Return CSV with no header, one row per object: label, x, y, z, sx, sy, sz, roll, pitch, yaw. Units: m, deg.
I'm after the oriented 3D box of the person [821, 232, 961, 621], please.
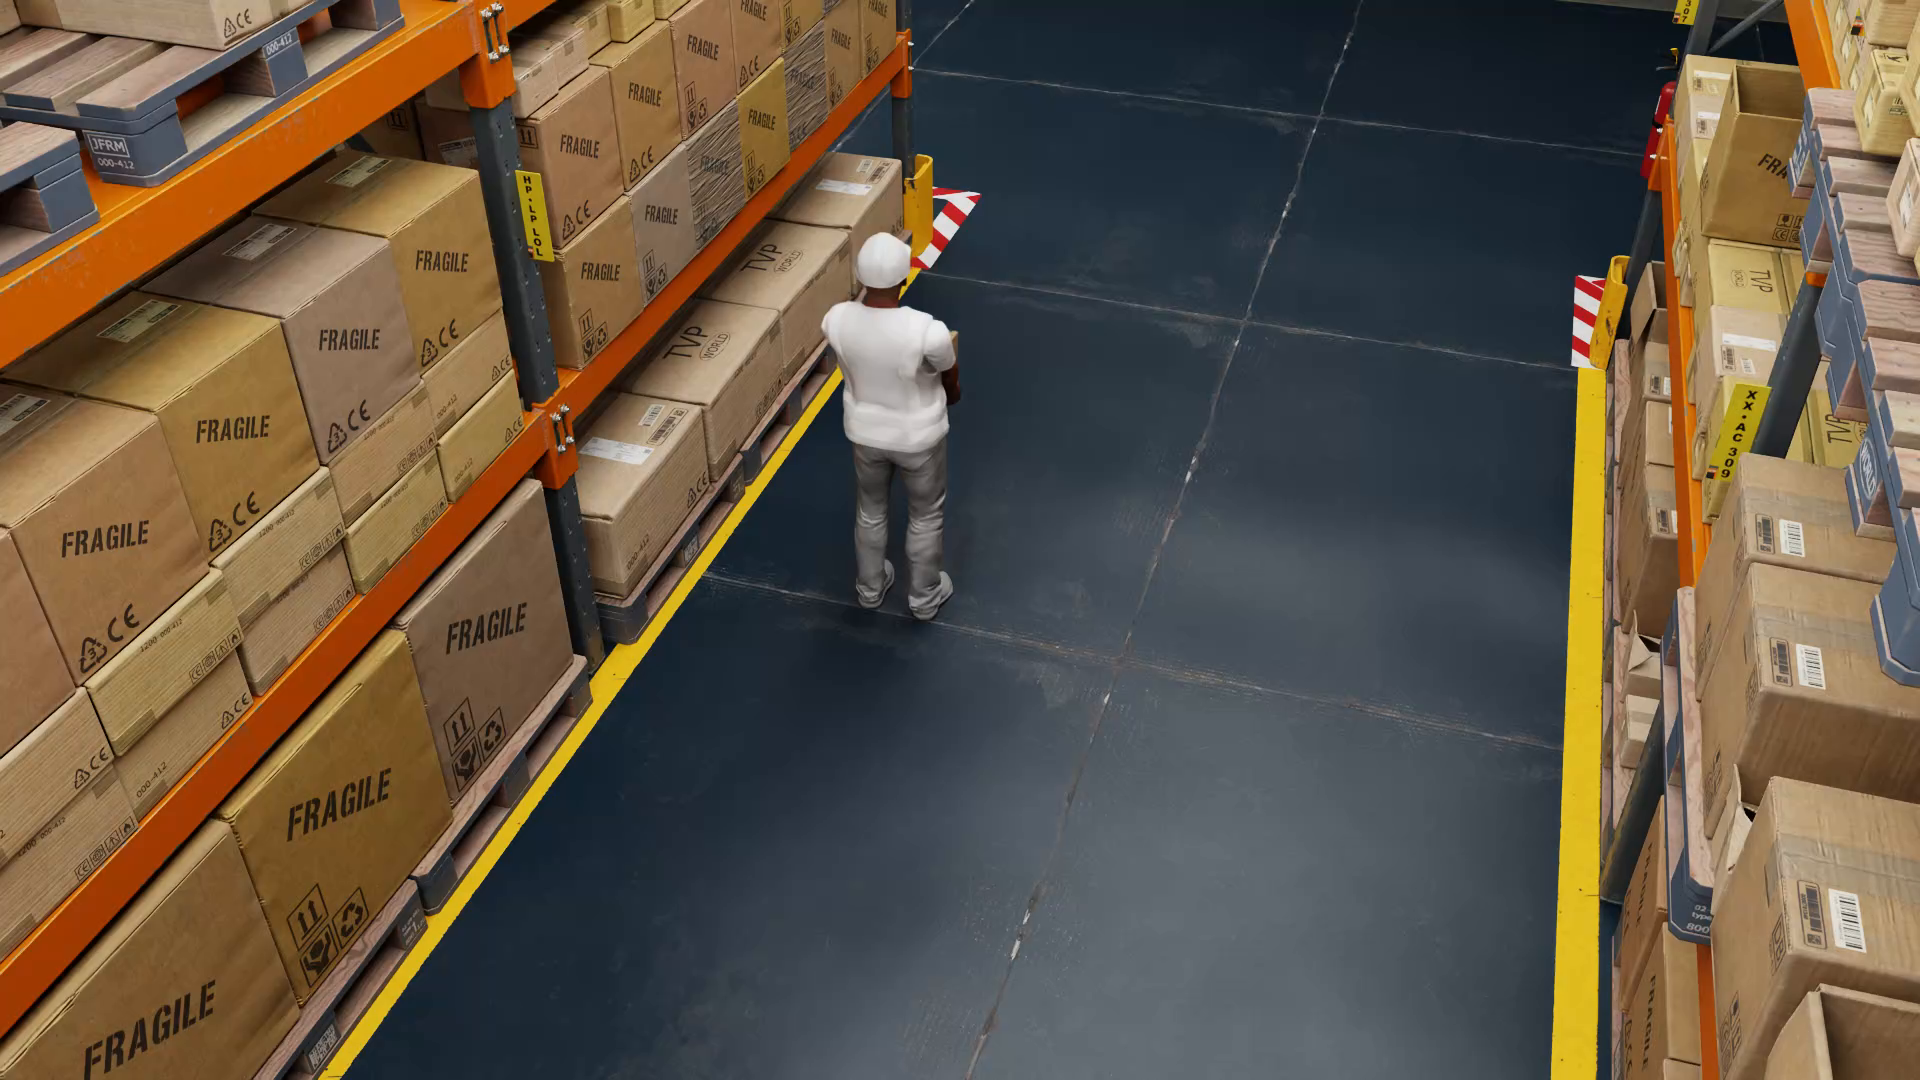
person,-0.237,-0.501,6.802,0.504,1.761,0.578,11,38,15
